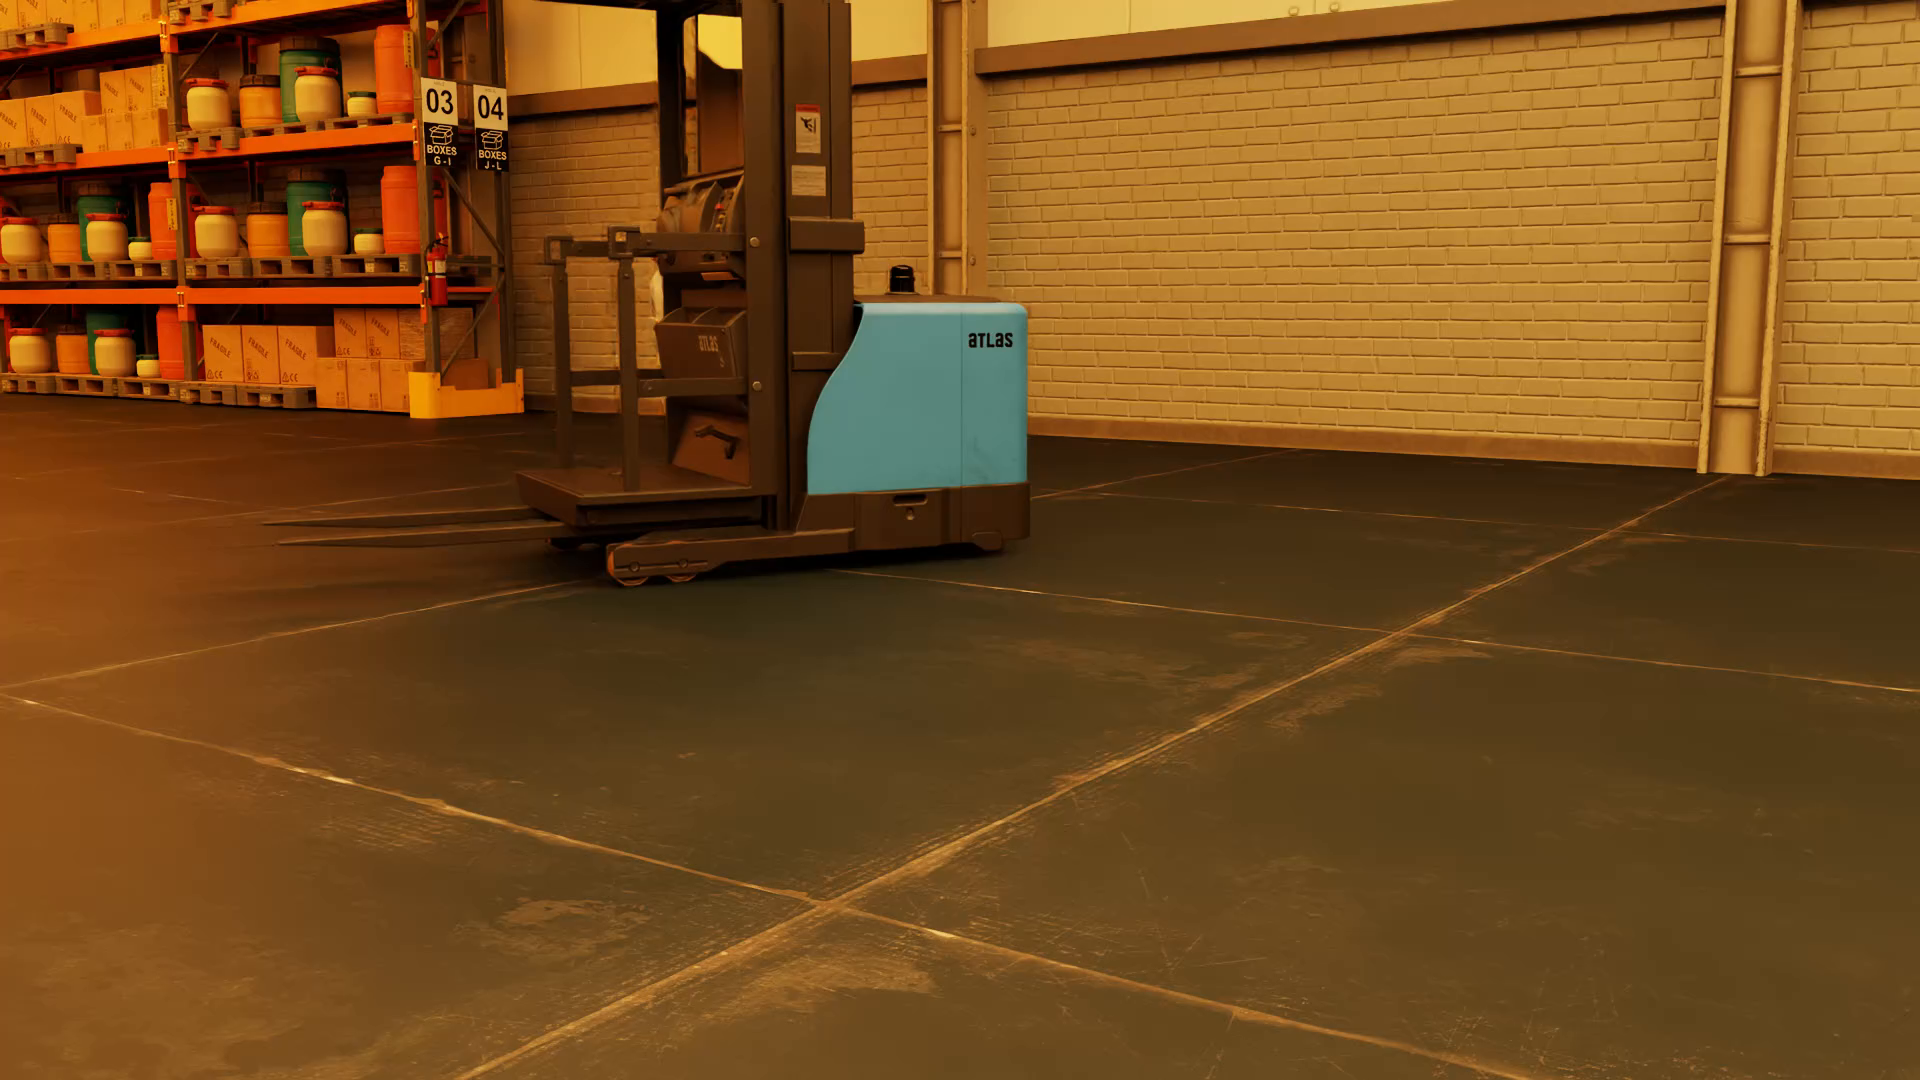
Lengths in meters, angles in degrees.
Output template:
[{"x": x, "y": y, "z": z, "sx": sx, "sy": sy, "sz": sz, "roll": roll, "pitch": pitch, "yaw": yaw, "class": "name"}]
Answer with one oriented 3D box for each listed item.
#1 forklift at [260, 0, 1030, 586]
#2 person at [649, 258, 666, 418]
[{"x": -1.245, "y": -1.358, "z": 6.742, "sx": 3.031, "sy": 2.935, "sz": 1.130, "roll": -4, "pitch": 9, "yaw": -27, "class": "forklift"}, {"x": -1.340, "y": -0.948, "z": 8.905, "sx": 0.704, "sy": 1.549, "sz": 0.782, "roll": 2, "pitch": 8, "yaw": 16, "class": "person"}]
